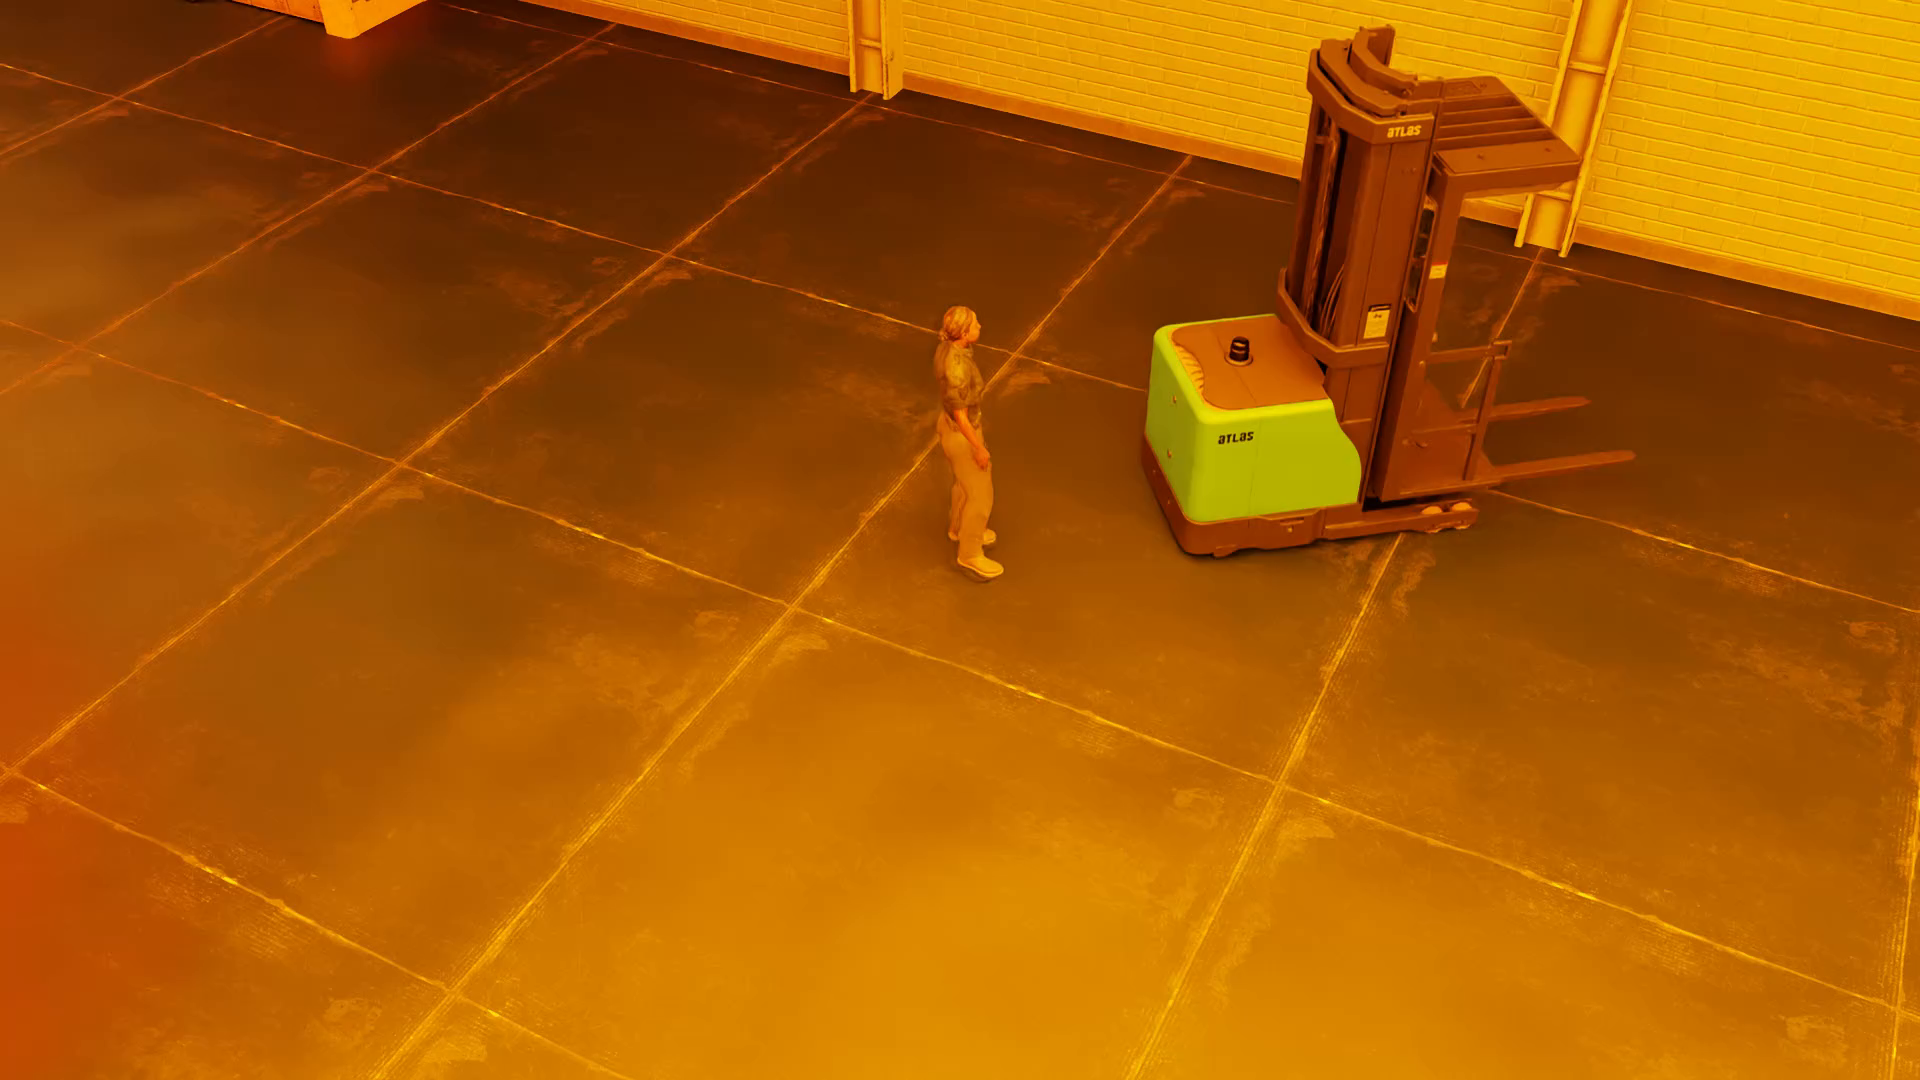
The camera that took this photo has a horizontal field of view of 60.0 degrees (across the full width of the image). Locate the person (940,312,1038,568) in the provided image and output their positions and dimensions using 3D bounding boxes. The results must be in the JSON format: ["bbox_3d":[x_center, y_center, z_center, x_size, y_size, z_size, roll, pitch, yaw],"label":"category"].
[{"bbox_3d":[0.157,-0.640,9.827,0.537,1.579,0.752,-6,40,-7],"label":"person"}]

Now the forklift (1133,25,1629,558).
[{"bbox_3d":[2.689,-1.486,9.750,3.031,2.935,1.130,-8,41,-9],"label":"forklift"}]
